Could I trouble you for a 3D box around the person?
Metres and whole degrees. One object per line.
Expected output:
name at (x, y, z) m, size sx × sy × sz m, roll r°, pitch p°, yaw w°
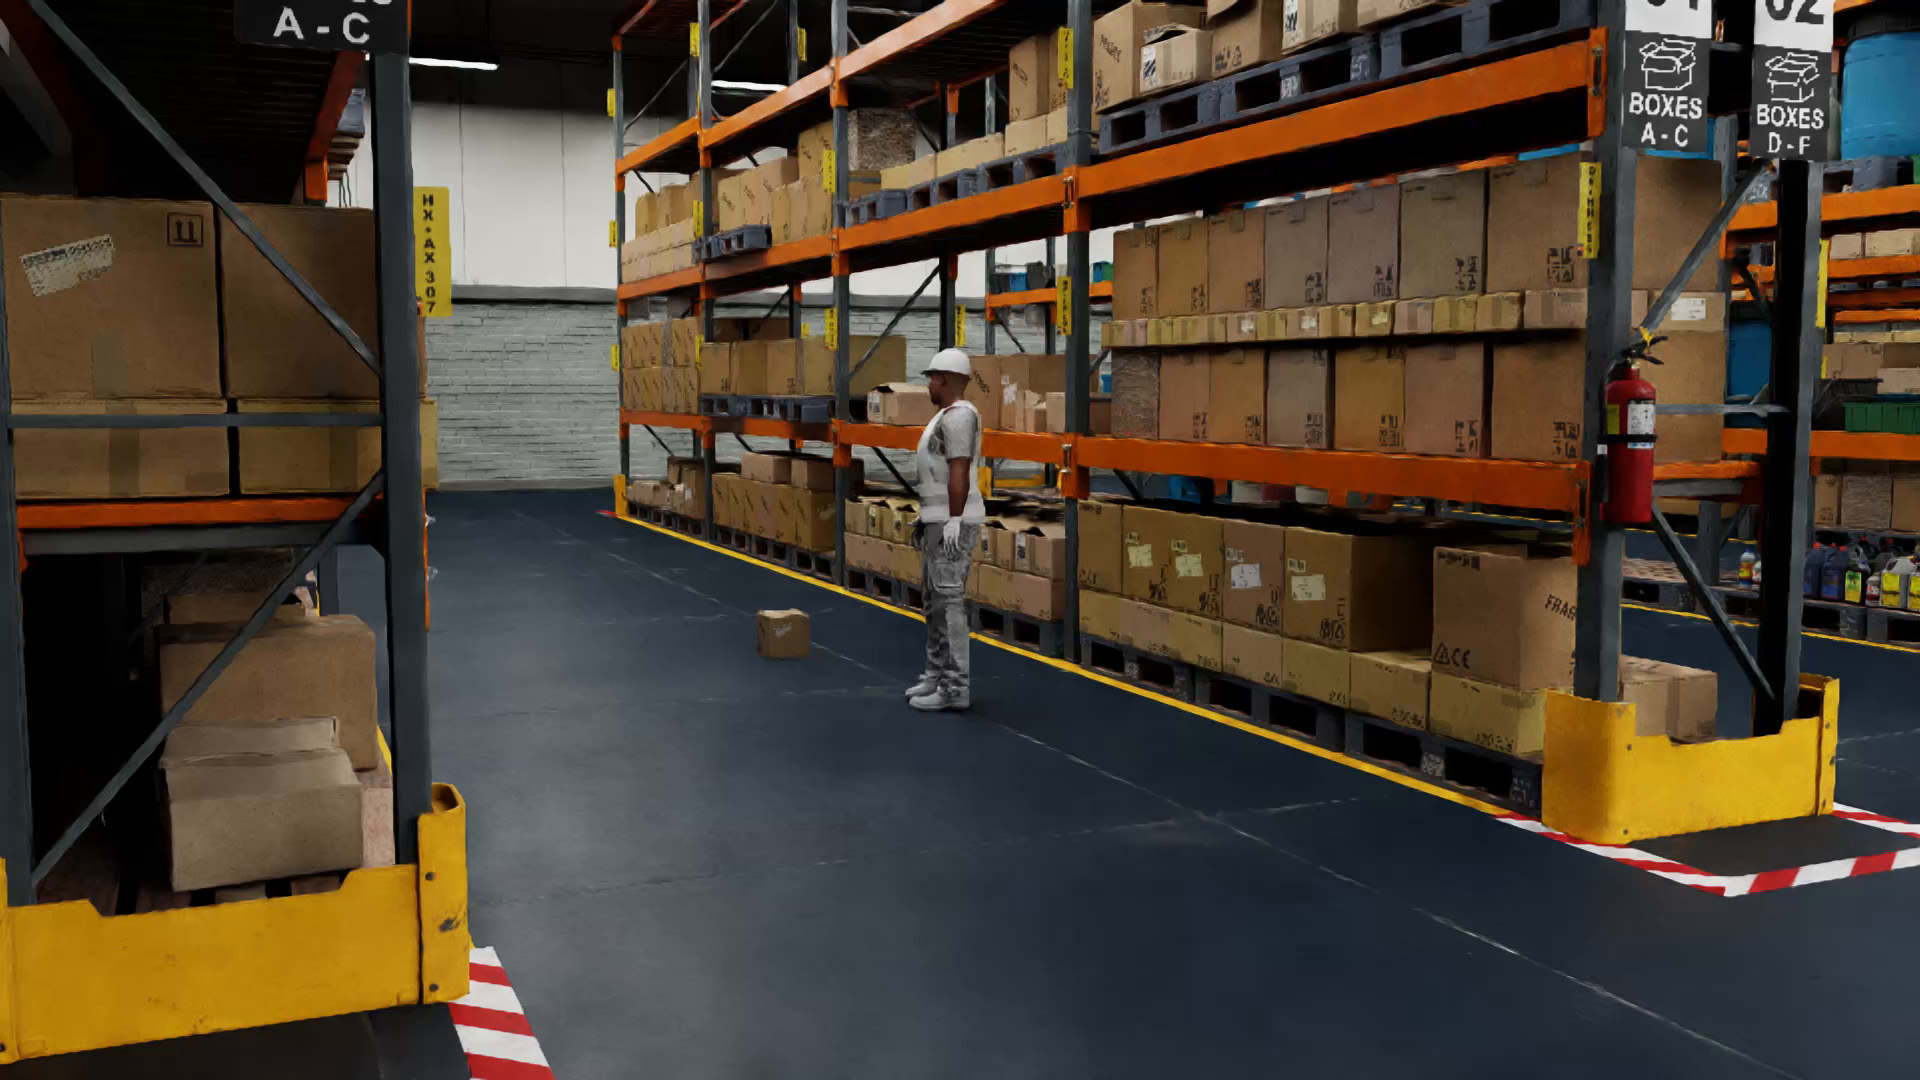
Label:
person at (-0.076, -0.068, 8.356) m, size 0.415 × 1.783 × 0.629 m, roll 0°, pitch 5°, yaw -5°
